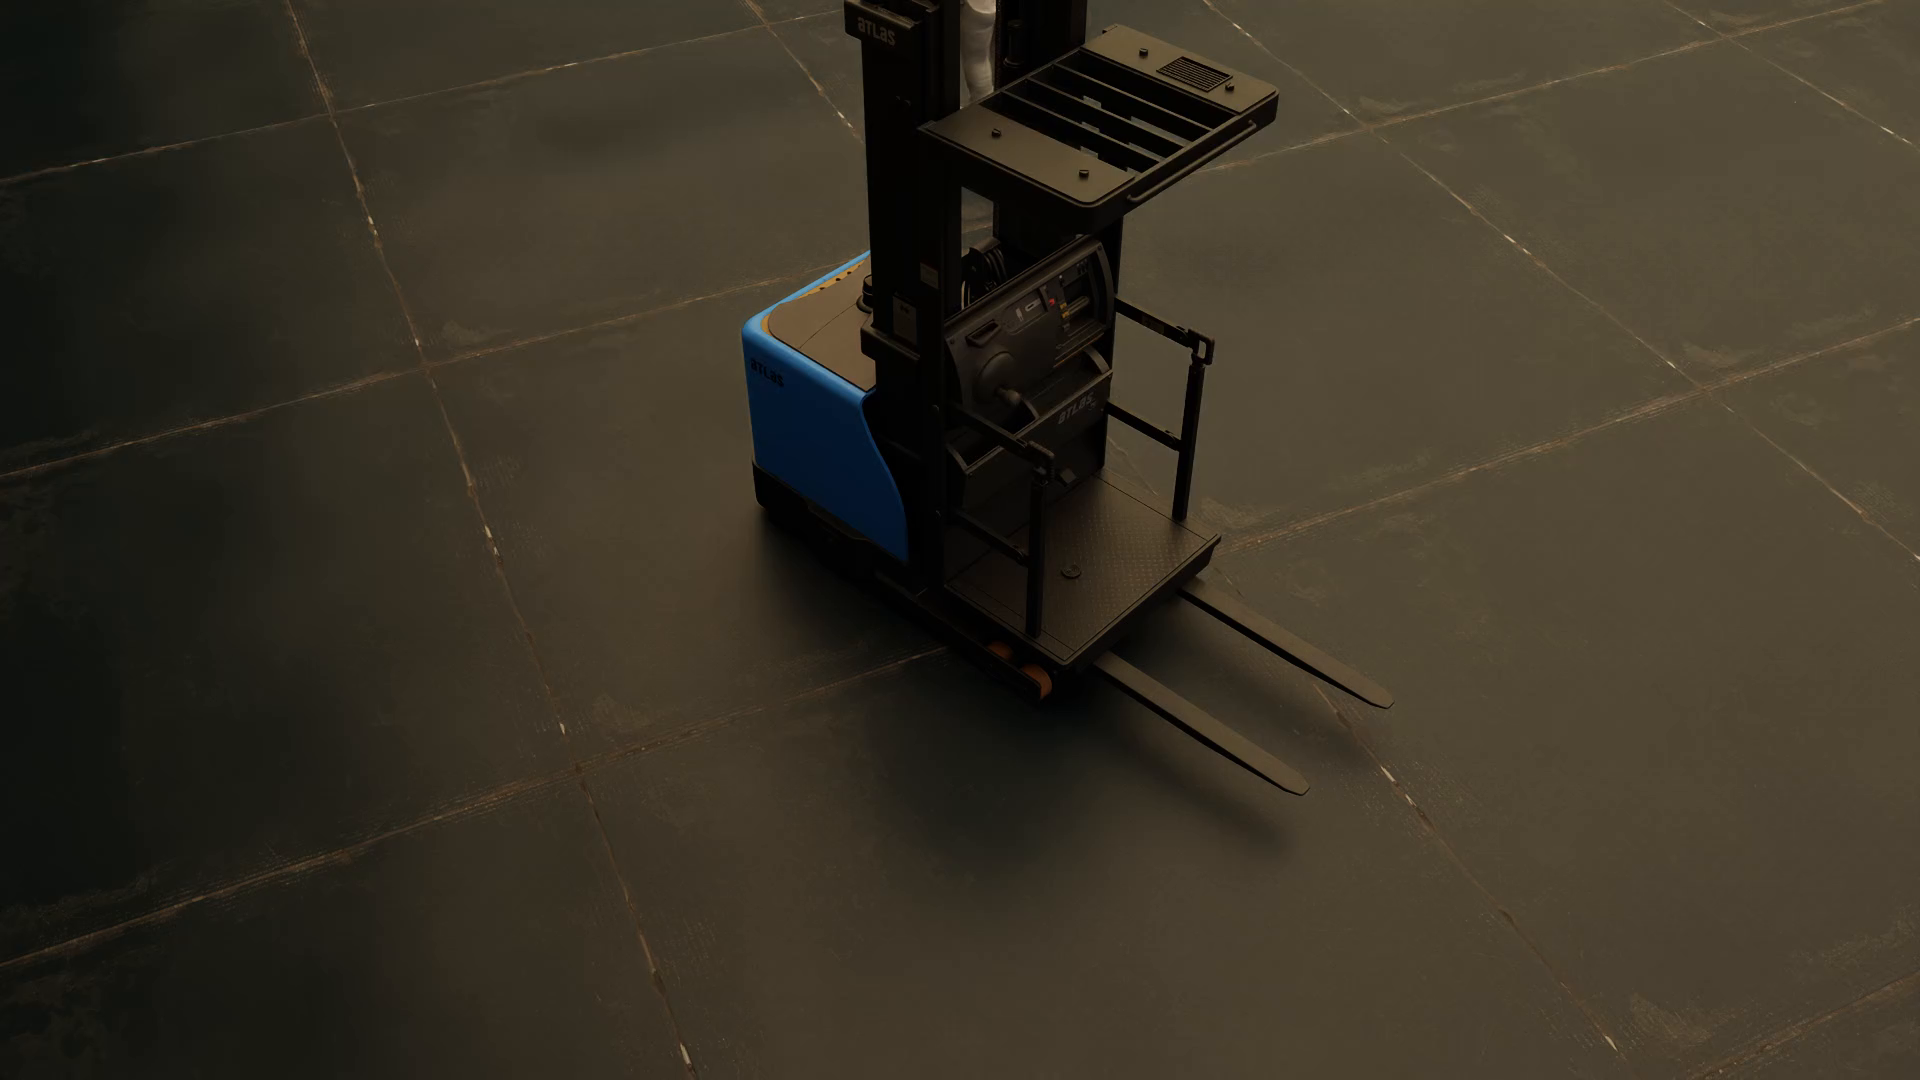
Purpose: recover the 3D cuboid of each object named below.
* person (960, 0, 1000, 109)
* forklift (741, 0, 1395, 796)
[{"bbox_3d":[0.129,-3.338,10.088,0.640,1.780,0.575,-25,49,-25],"label":"person"},{"bbox_3d":[0.445,-0.788,6.525,3.031,2.935,1.130,32,52,30],"label":"forklift"}]
